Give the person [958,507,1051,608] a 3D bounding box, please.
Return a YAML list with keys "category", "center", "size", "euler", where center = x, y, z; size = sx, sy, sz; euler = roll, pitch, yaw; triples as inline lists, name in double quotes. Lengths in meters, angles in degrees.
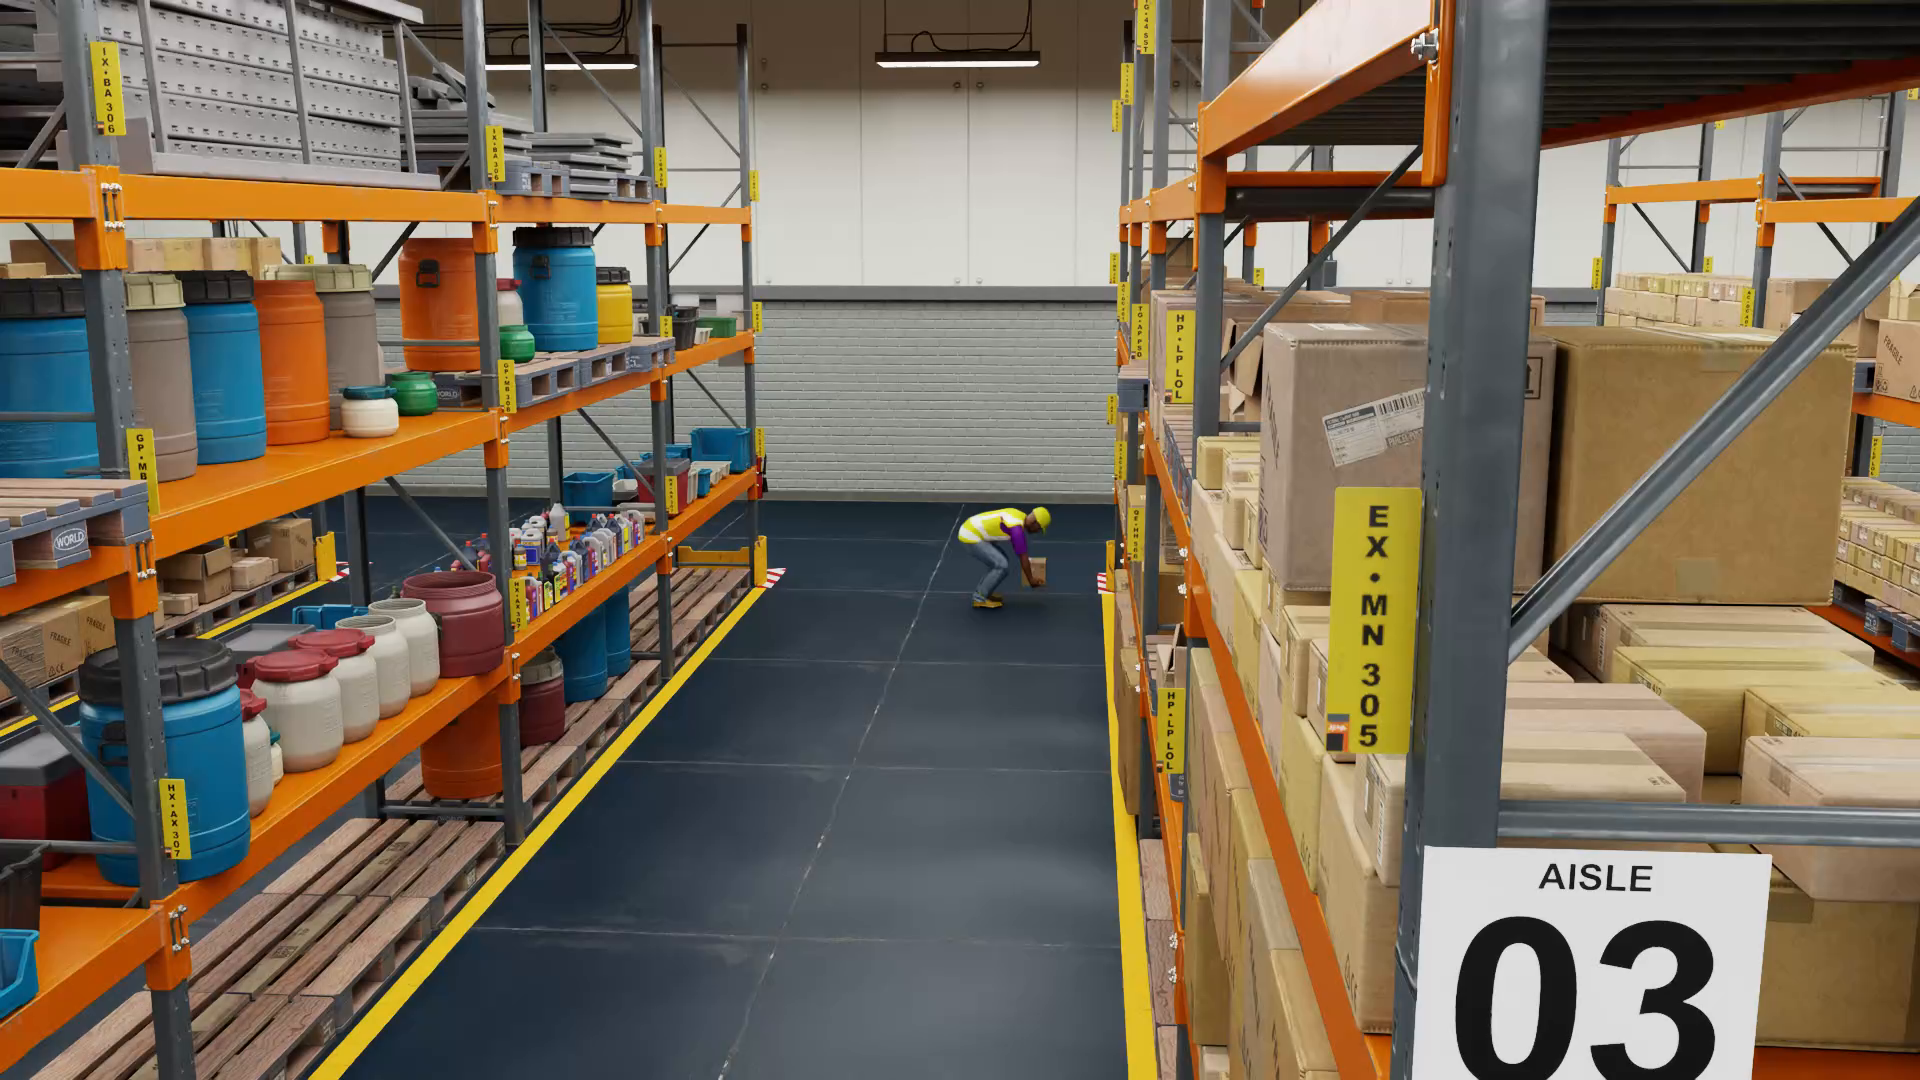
- category: "person"
  center: [0.464, 0.168, 17.430]
  size: [0.966, 1.039, 0.518]
  euler: [0, 11, 1]
